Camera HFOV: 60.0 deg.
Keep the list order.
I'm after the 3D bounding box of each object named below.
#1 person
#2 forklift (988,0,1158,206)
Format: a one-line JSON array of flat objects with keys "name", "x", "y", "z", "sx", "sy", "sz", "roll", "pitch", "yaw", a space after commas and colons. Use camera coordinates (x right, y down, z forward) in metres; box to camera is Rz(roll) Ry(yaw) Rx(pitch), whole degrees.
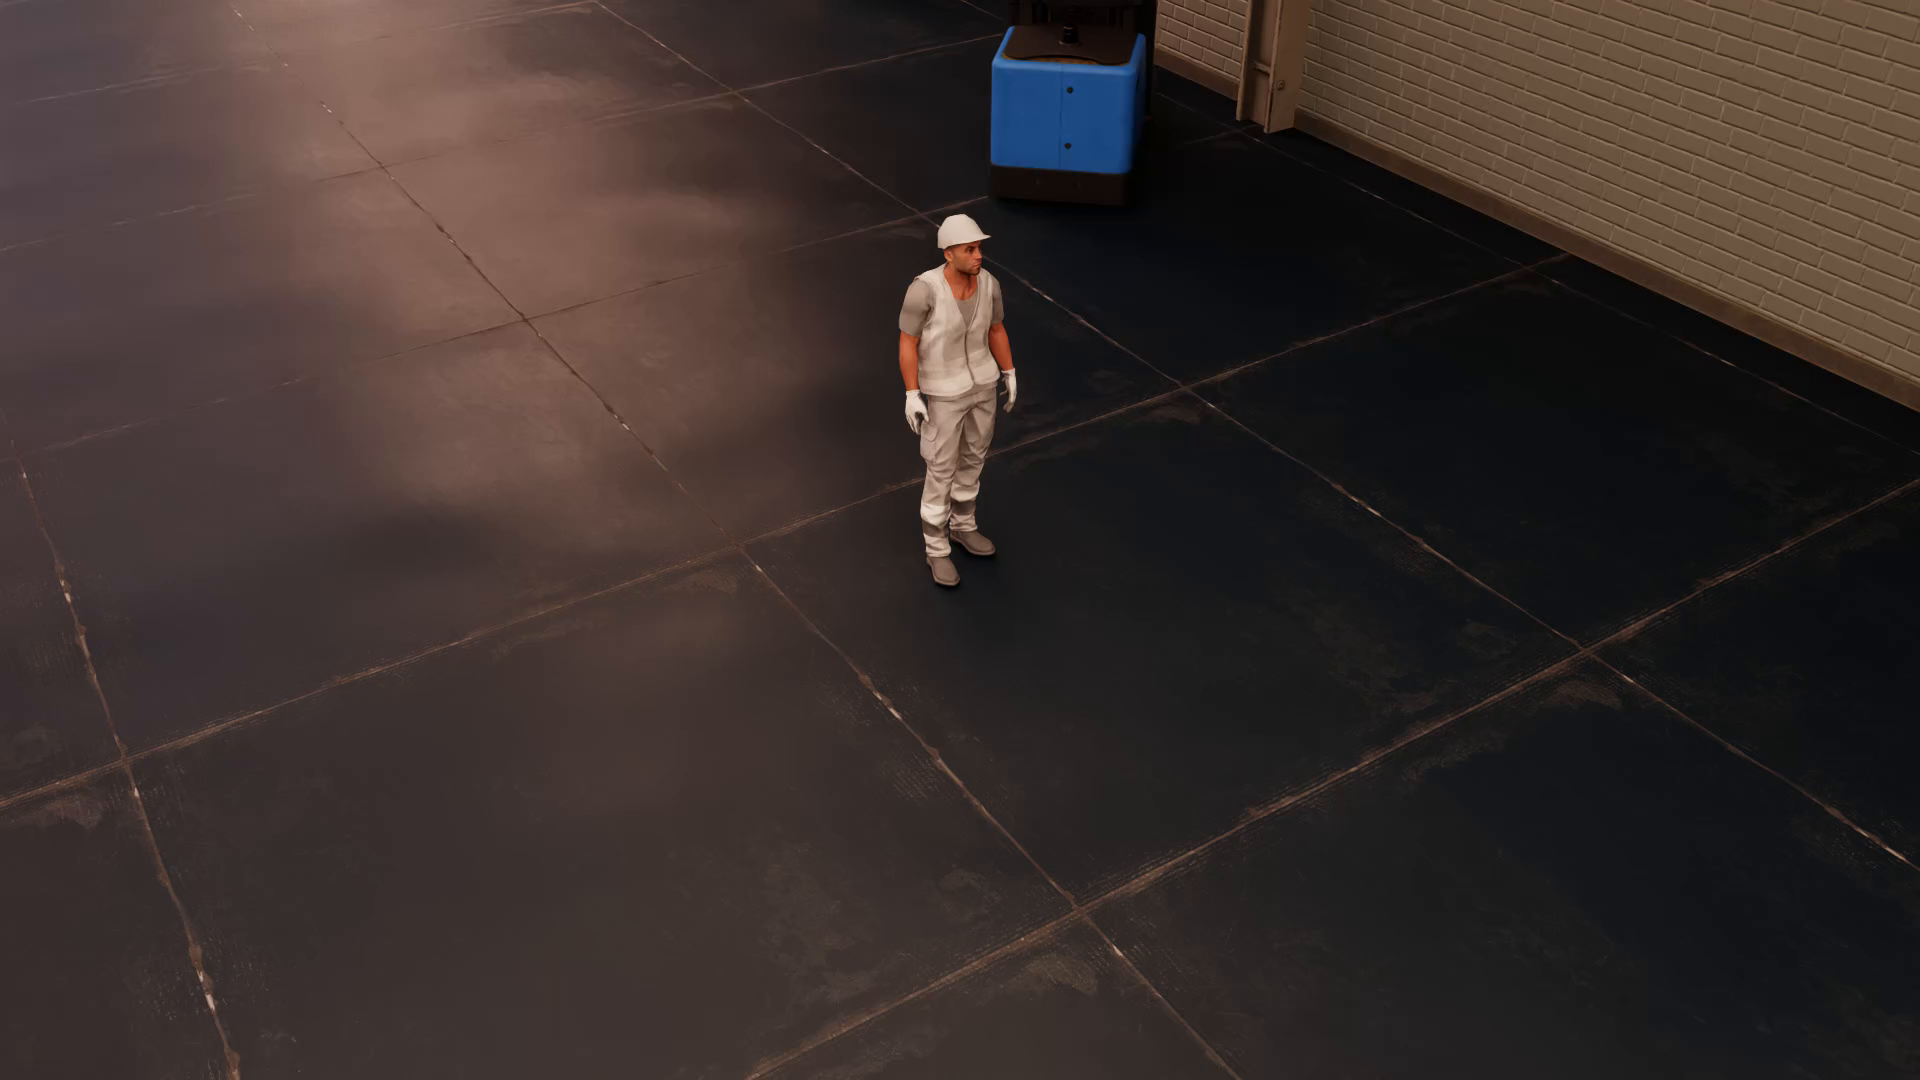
[{"name": "person", "x": 0.033, "y": -0.696, "z": 8.118, "sx": 0.637, "sy": 1.787, "sz": 0.564, "roll": -21, "pitch": 40, "yaw": -27}, {"name": "forklift", "x": 0.978, "y": -4.449, "z": 12.480, "sx": 1.130, "sy": 2.935, "sz": 3.031, "roll": 6, "pitch": 36, "yaw": 8}]
